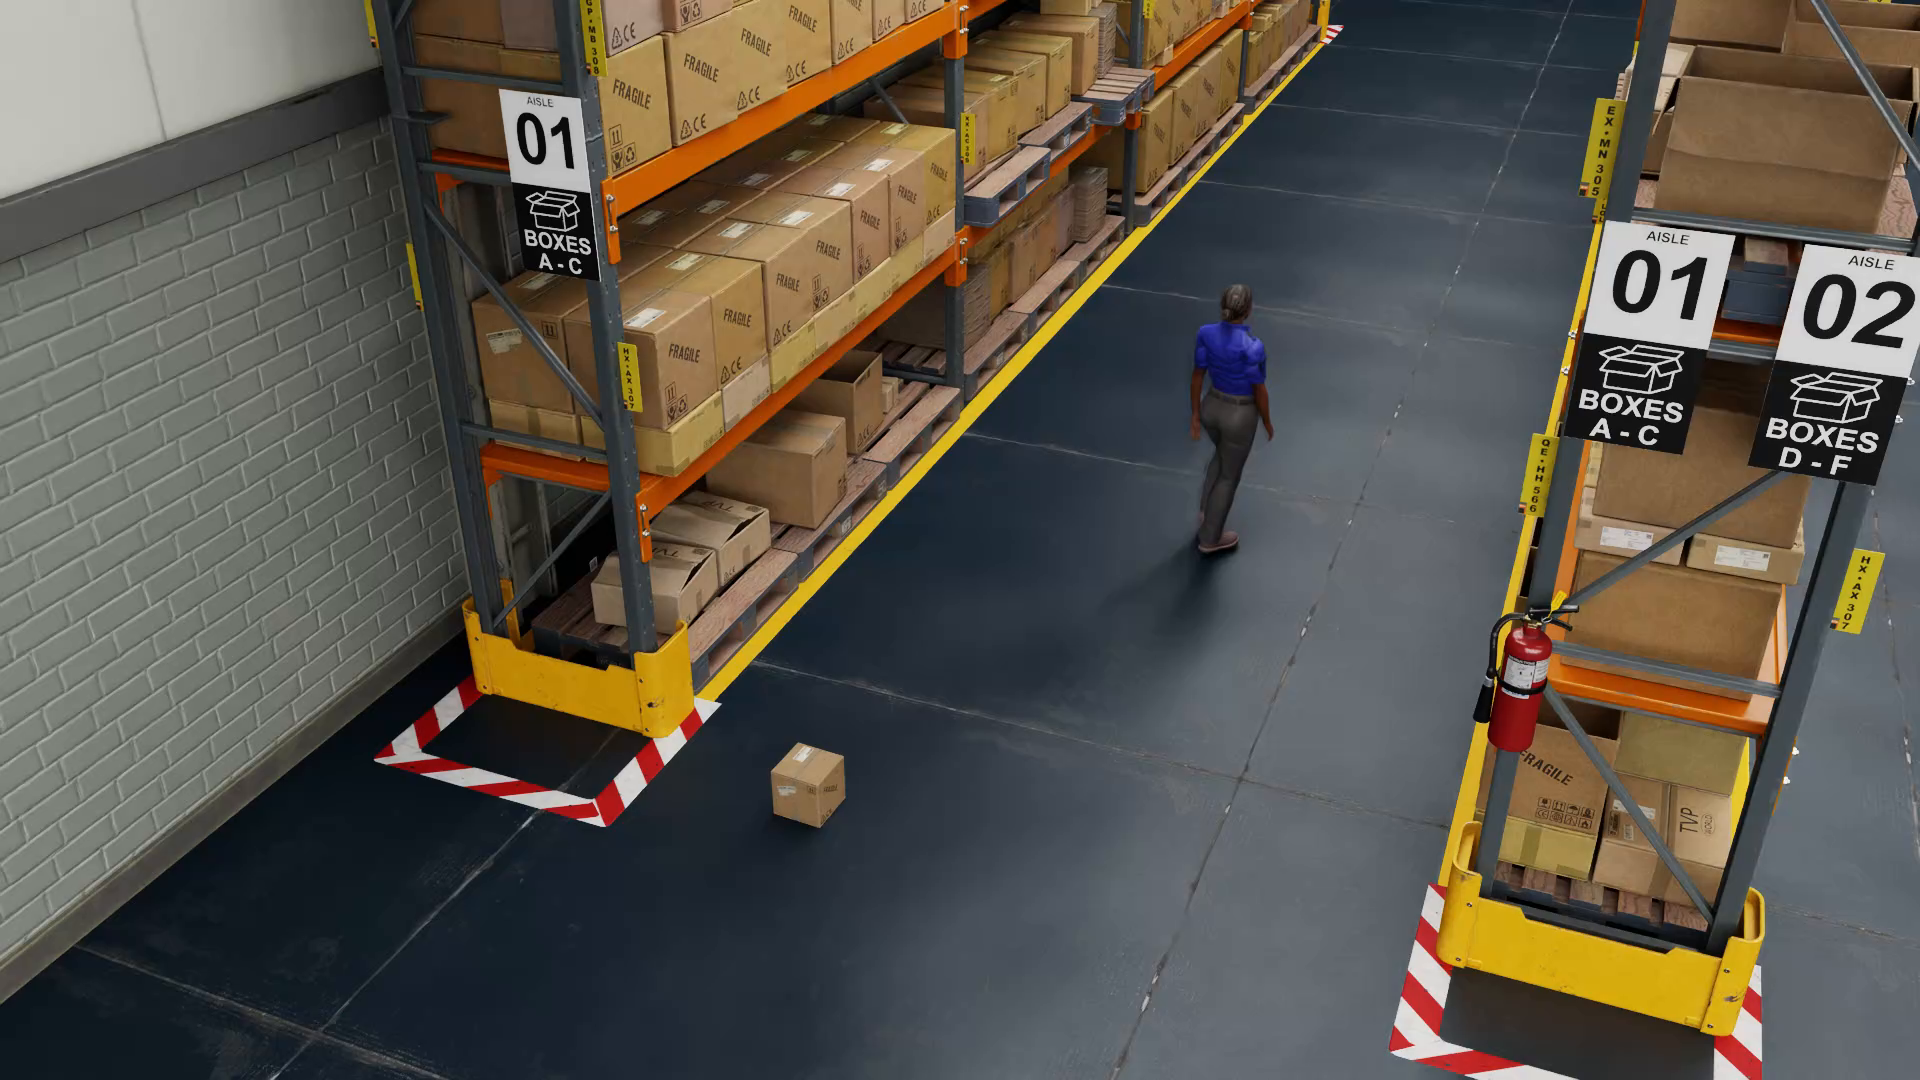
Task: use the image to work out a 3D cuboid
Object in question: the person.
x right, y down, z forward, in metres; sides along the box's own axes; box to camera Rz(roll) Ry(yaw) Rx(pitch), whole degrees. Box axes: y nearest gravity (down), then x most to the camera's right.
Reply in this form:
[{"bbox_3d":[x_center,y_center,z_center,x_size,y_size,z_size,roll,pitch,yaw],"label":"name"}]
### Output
[{"bbox_3d":[1.585,-0.696,9.614,0.470,1.699,0.445,-24,37,-35],"label":"person"}]
